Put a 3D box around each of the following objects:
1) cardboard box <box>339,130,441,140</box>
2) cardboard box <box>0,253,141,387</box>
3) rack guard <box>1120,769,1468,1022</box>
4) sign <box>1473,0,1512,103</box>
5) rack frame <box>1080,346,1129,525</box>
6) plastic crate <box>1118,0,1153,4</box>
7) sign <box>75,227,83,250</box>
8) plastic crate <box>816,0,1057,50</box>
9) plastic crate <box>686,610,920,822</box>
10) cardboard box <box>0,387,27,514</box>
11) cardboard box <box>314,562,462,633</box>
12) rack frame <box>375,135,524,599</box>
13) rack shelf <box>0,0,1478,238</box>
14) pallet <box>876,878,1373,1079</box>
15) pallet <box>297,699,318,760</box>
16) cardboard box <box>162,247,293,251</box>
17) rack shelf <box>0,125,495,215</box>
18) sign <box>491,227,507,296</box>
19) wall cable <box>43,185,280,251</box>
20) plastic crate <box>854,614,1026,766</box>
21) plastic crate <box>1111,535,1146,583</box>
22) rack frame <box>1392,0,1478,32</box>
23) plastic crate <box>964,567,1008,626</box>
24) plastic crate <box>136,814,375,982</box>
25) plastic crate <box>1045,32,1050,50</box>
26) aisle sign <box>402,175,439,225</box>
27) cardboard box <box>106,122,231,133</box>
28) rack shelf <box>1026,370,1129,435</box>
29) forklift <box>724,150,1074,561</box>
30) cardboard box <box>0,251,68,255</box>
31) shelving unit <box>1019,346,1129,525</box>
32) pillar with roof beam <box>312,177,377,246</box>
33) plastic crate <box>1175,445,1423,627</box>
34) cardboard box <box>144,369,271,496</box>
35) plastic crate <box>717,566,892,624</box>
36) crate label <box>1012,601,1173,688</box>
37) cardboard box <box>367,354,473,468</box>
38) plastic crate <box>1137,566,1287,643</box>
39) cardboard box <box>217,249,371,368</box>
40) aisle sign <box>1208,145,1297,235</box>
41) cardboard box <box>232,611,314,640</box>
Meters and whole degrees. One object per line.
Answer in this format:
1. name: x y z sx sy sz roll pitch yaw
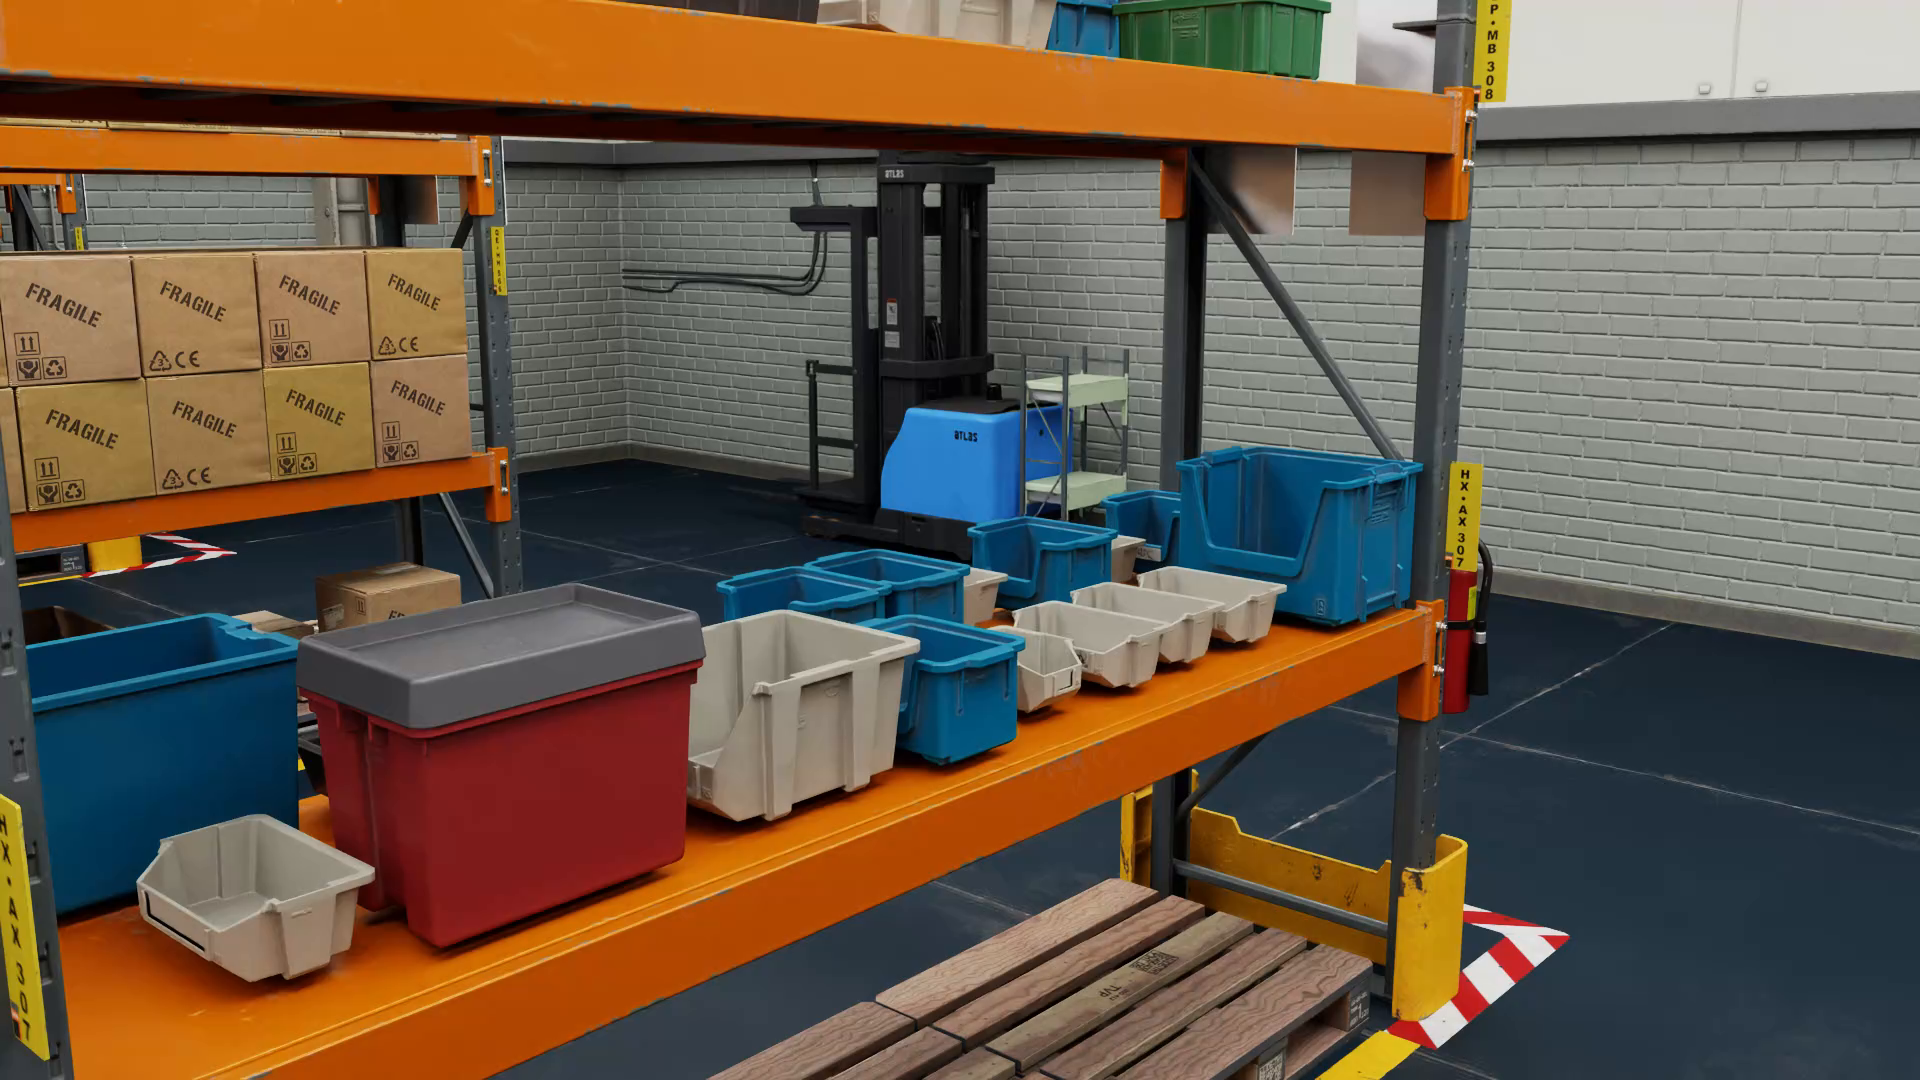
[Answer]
1. cardboard box: -2.773 -1.987 7.727 0.500 0.250 0.500 10 15 40
2. cardboard box: -3.730 -0.911 6.805 0.500 0.500 0.500 10 15 42
3. rack guard: 1.092 1.162 5.617 1.175 0.500 0.348 10 15 40
4. sign: 1.510 -1.409 4.718 0.100 0.325 0.005 10 15 40
5. rack frame: 1.051 -0.653 12.150 0.400 1.500 0.023 9 15 39
6. plastic crate: 0.623 -1.445 4.961 0.497 0.269 0.590 10 15 40
7. sign: -5.957 -1.951 11.261 0.100 0.325 0.005 10 15 40
8. plastic crate: -0.091 -1.064 3.395 0.437 0.136 0.530 10 15 40
9. plastic crate: -0.408 0.358 3.410 0.437 0.282 0.530 10 15 40
10. cardboard box: -4.064 -0.349 6.544 0.500 0.500 0.500 10 15 40
11. cardboard box: -2.806 0.422 8.197 0.500 0.500 0.500 10 15 40
12. rack frame: -2.632 -0.699 8.555 1.000 3.000 0.127 10 15 40
13. rack shelf: -0.234 -0.882 3.649 1.077 0.370 4.000 10 15 40
14. pallet: 0.513 1.425 5.036 1.003 0.211 1.213 10 15 40
15. pallet: -3.208 0.797 8.184 1.003 0.211 1.213 10 15 40
16. cardboard box: -3.462 -1.130 7.901 0.500 0.500 0.500 10 15 41
17. rack shelf: -3.952 -1.523 6.858 1.077 0.370 4.000 10 15 40
18. sign: -2.228 -1.348 8.036 0.100 0.325 0.005 10 15 40
19. wall cable: -6.221 -2.148 13.215 0.084 1.984 1.851 10 15 40
20. plastic crate: -0.077 0.329 3.677 0.416 0.233 0.300 10 15 40
21. plastic crate: 0.402 0.072 5.214 0.250 0.136 0.298 10 15 40
22. rack frame: 1.086 -3.000 4.758 1.000 3.000 0.127 10 15 40
23. plastic crate: -0.046 0.171 4.714 0.250 0.136 0.298 10 15 40
24. plastic crate: -1.140 0.580 2.669 0.396 0.136 0.243 10 15 40
25. plastic crate: -0.129 -1.310 4.110 0.504 0.338 0.767 10 15 40
26. aisle sign: -2.808 -2.022 8.541 0.394 0.787 0.004 10 15 40
27. cardboard box: -3.432 -1.840 6.989 0.500 0.250 0.500 10 15 40
28. rack shelf: 0.816 -0.980 11.798 0.431 0.370 0.720 9 15 39
29. forklift: -0.594 -1.505 12.762 3.031 2.935 1.130 10 15 40
30. cardboard box: -4.131 -0.982 7.161 0.500 0.500 0.500 10 15 40
31. shelving unit: 0.816 -0.598 11.875 0.431 1.500 0.755 9 15 39
32. pillar with roof beam: -1.989 -4.234 10.933 9.100 9.000 0.400 10 15 40
33. plastic crate: 1.006 -0.032 4.969 0.616 0.435 0.499 10 15 40
34. cardboard box: -3.397 -0.498 7.290 0.500 0.500 0.500 10 15 41
35. plastic crate: -0.391 0.226 4.196 0.416 0.233 0.300 10 15 40
36. crate label: 0.316 0.270 4.223 0.396 0.136 0.243 10 15 40
37. cardboard box: -2.723 -0.647 8.039 0.500 0.500 0.500 10 15 42
38. plastic crate: 0.684 0.185 4.648 0.396 0.136 0.243 10 15 40
39. cardboard box: -3.052 -1.063 7.569 0.500 0.500 0.500 10 15 42
40. aisle sign: 0.911 -1.382 5.336 0.394 0.787 0.004 10 15 40
41. cardboard box: -3.534 0.550 8.196 0.500 0.250 0.500 10 15 40
